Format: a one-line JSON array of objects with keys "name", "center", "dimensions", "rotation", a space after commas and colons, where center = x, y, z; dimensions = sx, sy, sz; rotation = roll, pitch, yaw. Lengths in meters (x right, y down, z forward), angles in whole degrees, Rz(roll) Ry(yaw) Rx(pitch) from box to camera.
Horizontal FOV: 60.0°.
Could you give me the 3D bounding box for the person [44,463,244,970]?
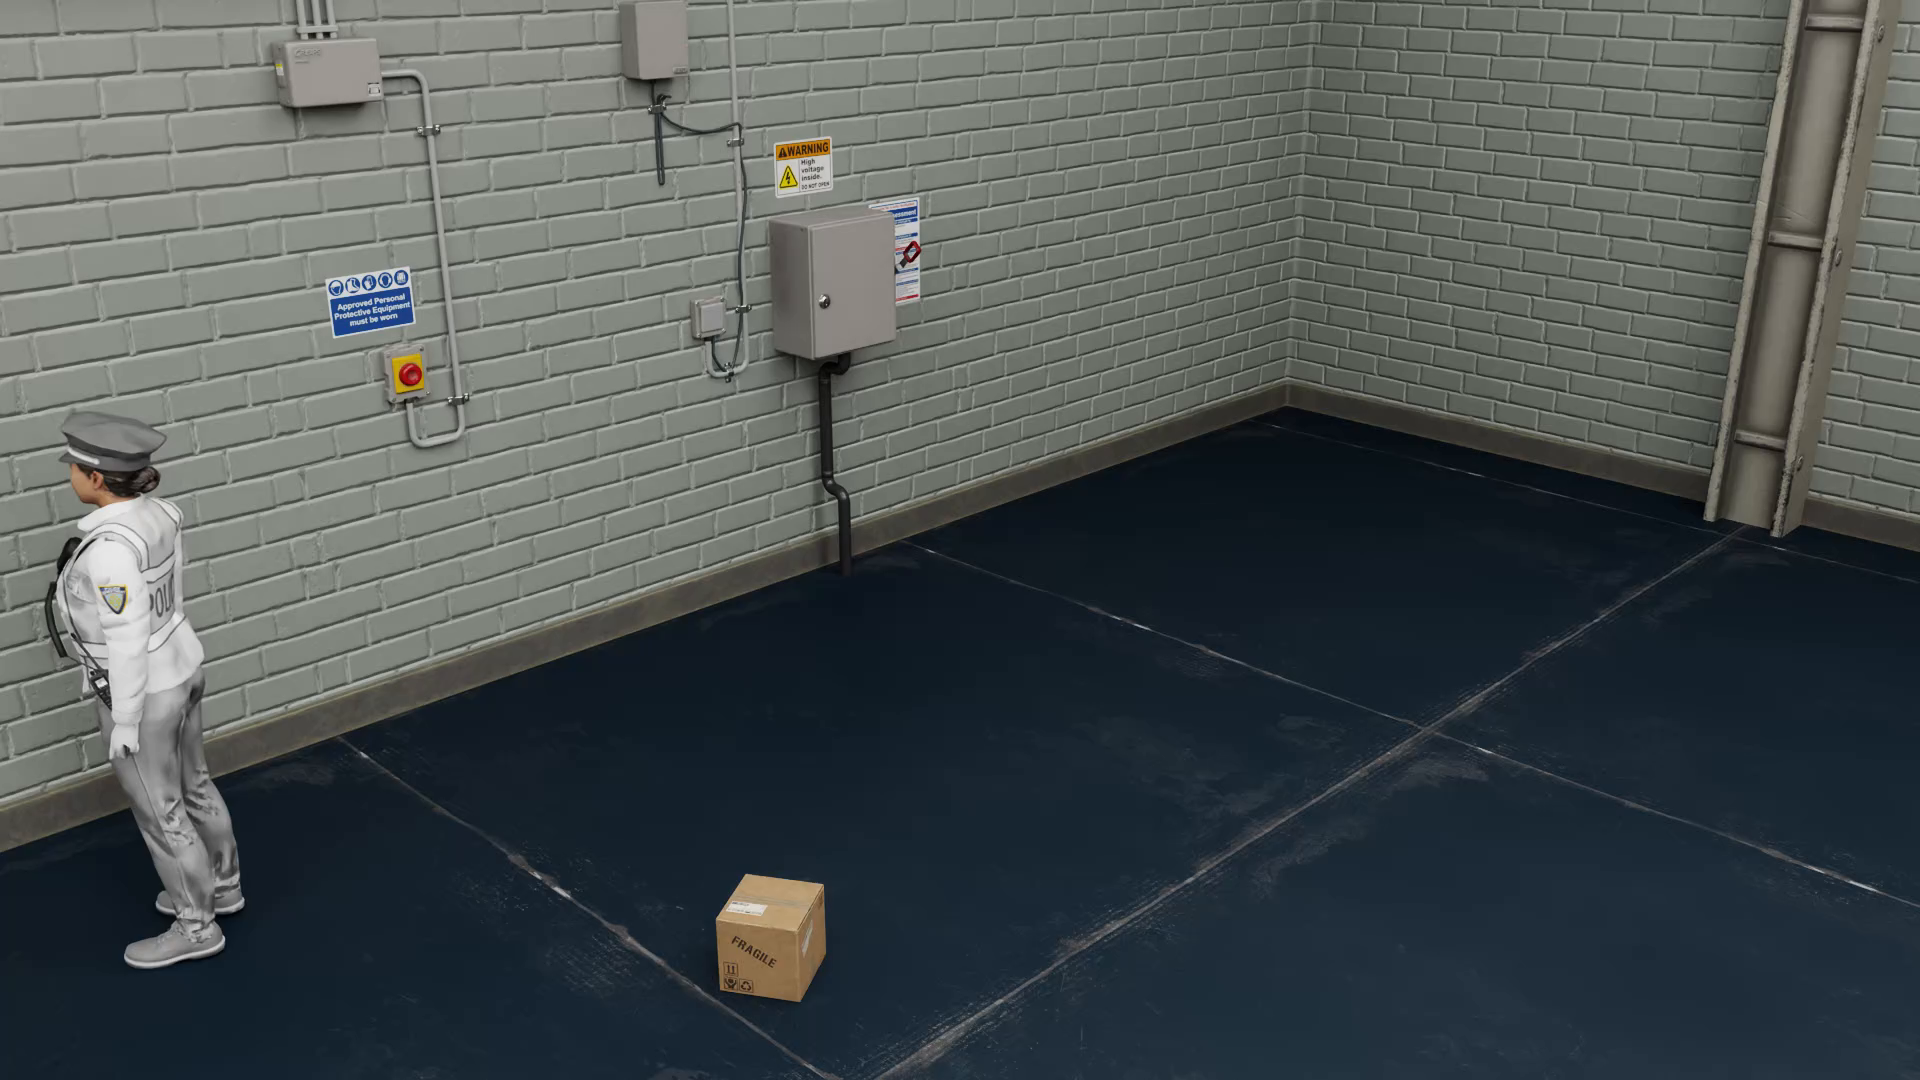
[{"name": "person", "center": [-2.392, 0.456, 4.878], "dimensions": [0.327, 1.660, 0.465], "rotation": [-2, 21, -5]}]
